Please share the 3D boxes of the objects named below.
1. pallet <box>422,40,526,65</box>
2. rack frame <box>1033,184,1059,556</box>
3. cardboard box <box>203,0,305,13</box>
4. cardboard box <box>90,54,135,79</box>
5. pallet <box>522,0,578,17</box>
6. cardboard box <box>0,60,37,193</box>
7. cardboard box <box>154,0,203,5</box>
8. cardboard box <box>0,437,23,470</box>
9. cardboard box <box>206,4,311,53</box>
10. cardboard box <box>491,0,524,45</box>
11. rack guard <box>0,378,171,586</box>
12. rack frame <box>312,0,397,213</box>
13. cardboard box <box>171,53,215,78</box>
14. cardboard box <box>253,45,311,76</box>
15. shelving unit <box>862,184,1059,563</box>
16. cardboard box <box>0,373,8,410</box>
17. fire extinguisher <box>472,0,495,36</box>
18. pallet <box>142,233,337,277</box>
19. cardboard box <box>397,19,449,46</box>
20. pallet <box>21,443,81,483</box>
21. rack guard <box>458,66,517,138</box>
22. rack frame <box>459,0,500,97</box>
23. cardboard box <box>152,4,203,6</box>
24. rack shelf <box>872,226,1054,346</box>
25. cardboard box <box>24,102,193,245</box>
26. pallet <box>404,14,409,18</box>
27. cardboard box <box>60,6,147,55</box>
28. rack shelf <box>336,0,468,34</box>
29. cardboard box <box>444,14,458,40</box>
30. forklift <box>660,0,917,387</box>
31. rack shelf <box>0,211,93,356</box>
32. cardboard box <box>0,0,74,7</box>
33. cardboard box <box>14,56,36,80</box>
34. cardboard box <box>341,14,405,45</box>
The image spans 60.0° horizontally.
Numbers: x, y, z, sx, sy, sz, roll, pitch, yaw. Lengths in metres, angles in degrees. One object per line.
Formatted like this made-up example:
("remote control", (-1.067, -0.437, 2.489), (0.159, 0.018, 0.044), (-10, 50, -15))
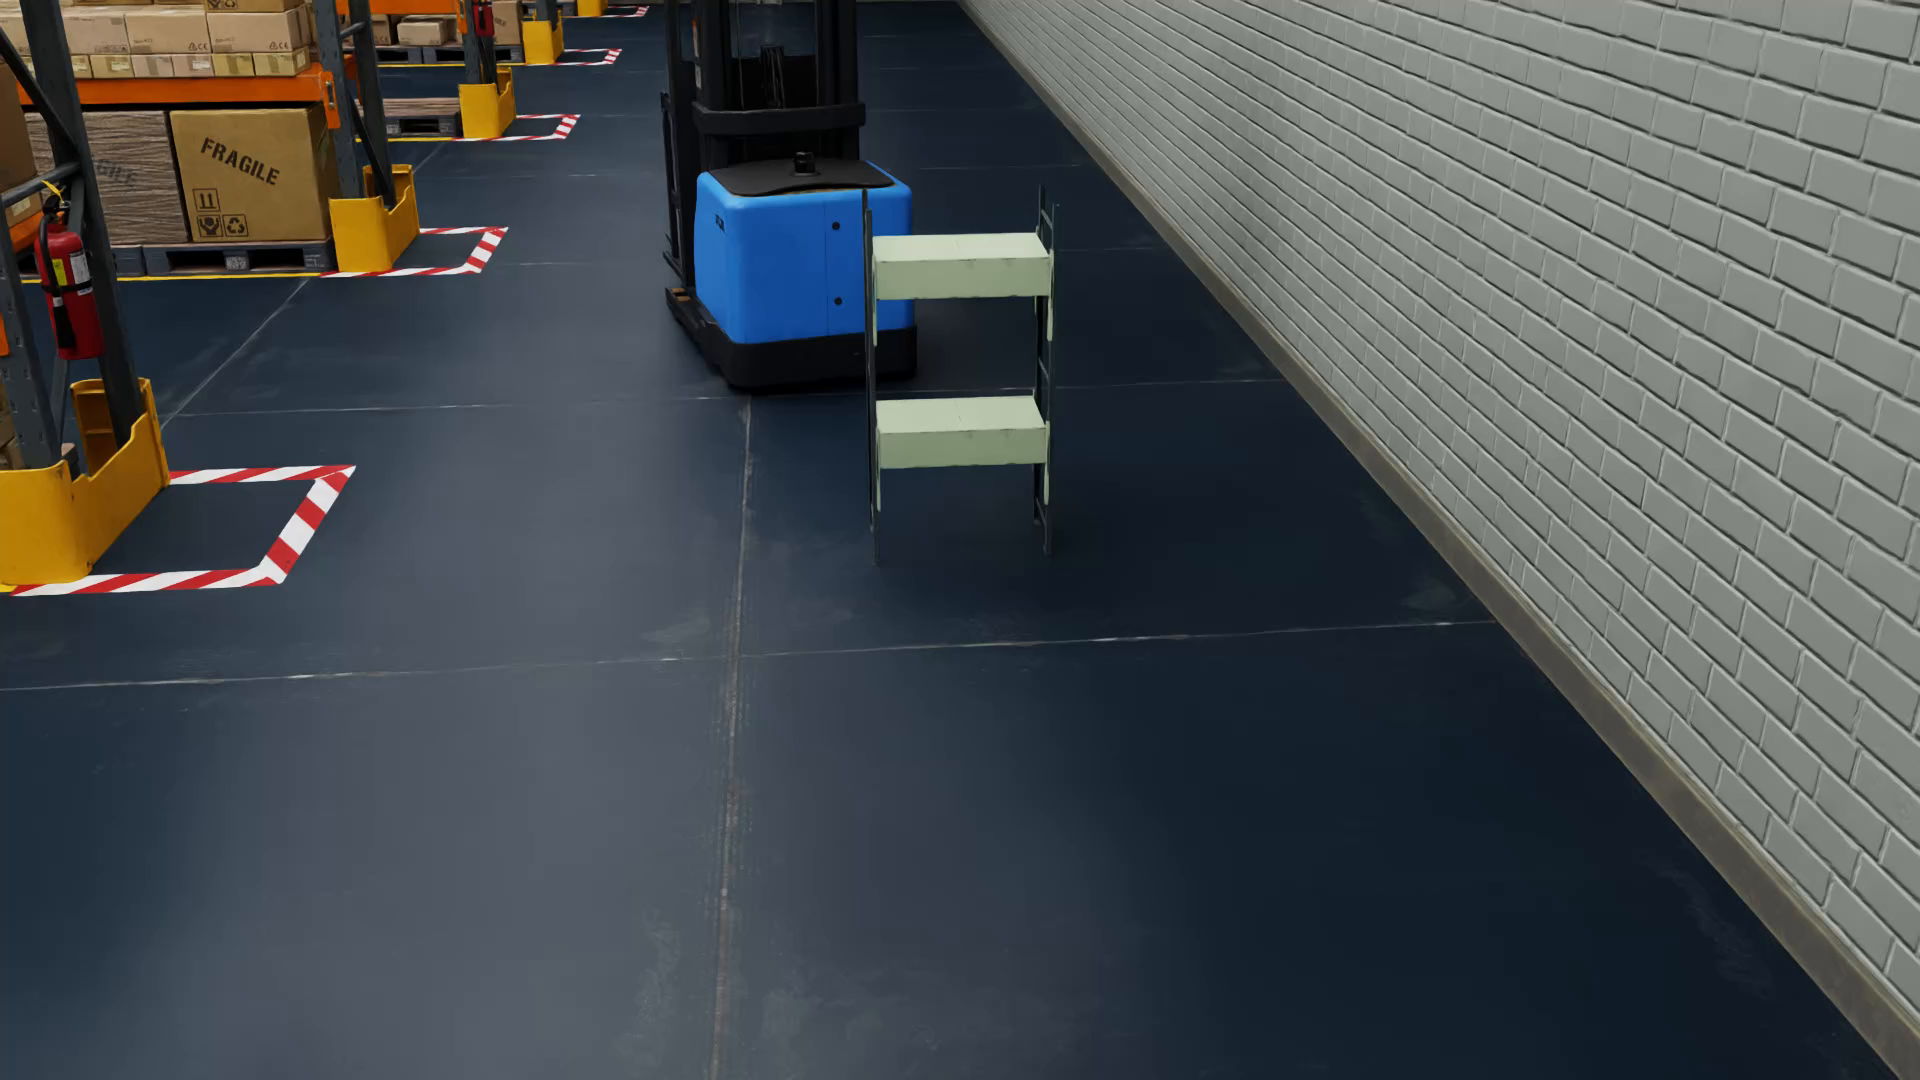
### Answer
("pallet", (-6.003, -6.131, 20.784), (1.213, 0.211, 1.003), (-2, 24, -5))
("rack frame", (0.358, -0.700, 6.978), (0.023, 1.500, 0.400), (-2, 24, -5))
("cardboard box", (-4.623, -3.721, 10.823), (0.500, 0.500, 0.500), (-2, 24, -4))
("cardboard box", (-5.502, -3.133, 10.914), (0.250, 0.149, 0.380), (-3, 24, -6))
("pallet", (-6.413, -8.105, 25.225), (1.213, 0.211, 1.003), (-2, 24, -5))
("cardboard box", (-4.251, -1.703, 6.898), (0.500, 0.500, 0.500), (-1, 24, -3))
("cardboard box", (-5.166, -3.916, 11.263), (0.500, 0.500, 0.500), (-3, 24, -6))
("cardboard box", (-4.330, -0.425, 7.506), (0.250, 0.149, 0.380), (-2, 24, -4))
("cardboard box", (-4.620, -3.377, 10.973), (0.500, 0.250, 0.500), (-3, 24, -6))
("cardboard box", (-5.651, -6.378, 20.442), (0.500, 0.500, 0.500), (-2, 24, -5))
("rack guard", (-3.853, -0.282, 7.269), (0.348, 0.500, 1.175), (-2, 24, -5))
("rack frame", (-4.164, -3.436, 11.288), (0.127, 3.000, 1.000), (-2, 24, -5))
("cardboard box", (-4.996, -3.153, 10.961), (0.250, 0.149, 0.380), (-2, 24, -5))
("cardboard box", (-4.486, -3.174, 11.007), (0.250, 0.149, 0.380), (-2, 24, -4))
("shelving unit", (-0.007, -0.685, 6.945), (0.755, 1.500, 0.431), (-2, 24, -5))
("cardboard box", (-4.332, -0.705, 7.403), (0.250, 0.149, 0.380), (-3, 24, -8))
("fire extinguisher", (-4.456, -5.055, 15.484), (0.183, 0.674, 0.296), (-2, 24, -5))
("pallet", (-4.952, -2.098, 11.711), (1.213, 0.211, 1.003), (-2, 24, -5))
("cardboard box", (-6.599, -6.238, 20.435), (0.500, 0.250, 0.500), (-2, 24, -5))
("pallet", (-4.665, -0.132, 7.287), (1.213, 0.211, 1.003), (-2, 24, -5))
("rack guard", (-4.628, -4.302, 16.314), (0.348, 0.500, 1.175), (-2, 24, -5))
("rack frame", (-4.651, -5.438, 15.792), (0.127, 3.000, 1.000), (-2, 24, -5))
("cardboard box", (-5.185, -3.570, 11.408), (0.500, 0.250, 0.500), (-3, 24, -6))
("rack shelf", (-0.007, -1.042, 6.786), (0.720, 0.370, 0.431), (-2, 24, -5))
("cardboard box", (-5.699, -2.563, 11.422), (0.875, 0.875, 0.875), (-2, 24, -5))
("pallet", (-8.841, -8.007, 25.005), (1.213, 0.211, 1.003), (-2, 24, -5))
("cardboard box", (-5.632, -3.337, 10.882), (0.500, 0.250, 0.500), (-3, 24, -7))
("rack shelf", (-6.641, -5.030, 15.758), (4.000, 0.370, 1.077), (-2, 24, -5))
("cardboard box", (-6.201, -6.458, 20.930), (0.500, 0.250, 0.500), (-2, 24, -5))
("forklift", (-1.207, -2.730, 9.783), (1.130, 2.935, 3.031), (-8, 25, -18))
("rack shelf", (-5.768, -1.019, 6.735), (4.000, 0.370, 1.077), (-2, 24, -5))
("cardboard box", (-6.204, -3.529, 11.314), (0.500, 0.250, 0.500), (-3, 24, -6))
("cardboard box", (-6.007, -3.113, 10.870), (0.250, 0.149, 0.380), (-2, 24, -4))
("cardboard box", (-7.246, -6.418, 20.529), (0.637, 0.503, 0.797), (-2, 24, -5))
